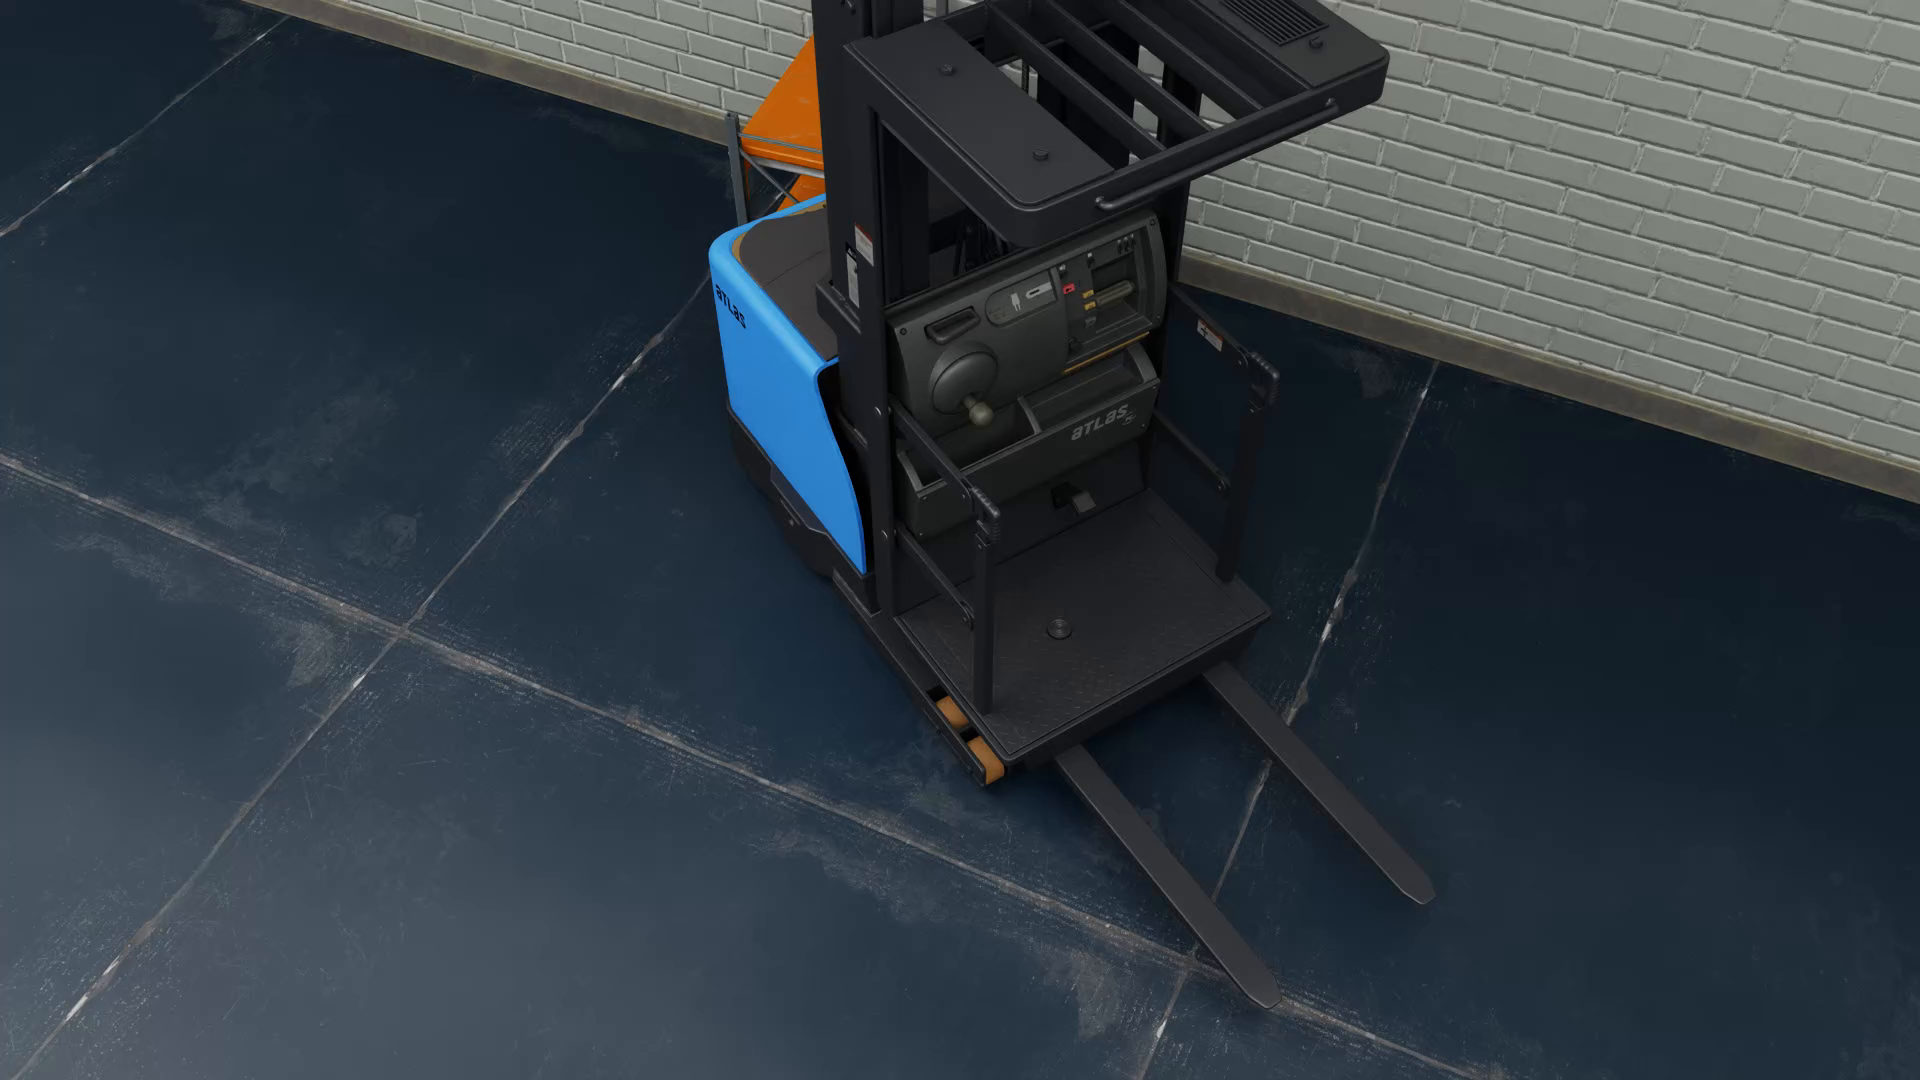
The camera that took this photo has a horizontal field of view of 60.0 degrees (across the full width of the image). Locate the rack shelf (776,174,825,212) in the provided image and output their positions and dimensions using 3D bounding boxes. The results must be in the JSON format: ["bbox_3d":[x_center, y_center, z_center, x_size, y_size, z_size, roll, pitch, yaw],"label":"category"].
[{"bbox_3d":[-0.455,-1.343,6.975,0.538,0.278,1.000,15,51,12],"label":"rack shelf"}]

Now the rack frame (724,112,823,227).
[{"bbox_3d":[-0.623,-1.136,6.478,0.500,1.125,0.032,15,51,12],"label":"rack frame"}]

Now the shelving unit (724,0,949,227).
[{"bbox_3d":[-0.455,-1.501,6.789,0.538,1.125,1.048,15,51,12],"label":"shelving unit"}]

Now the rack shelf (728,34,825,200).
[{"bbox_3d":[-0.455,-1.691,6.566,0.538,0.278,1.000,15,51,12],"label":"rack shelf"}]

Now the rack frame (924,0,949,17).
[{"bbox_3d":[-0.287,-1.866,7.100,0.500,1.125,0.032,15,51,12],"label":"rack frame"}]

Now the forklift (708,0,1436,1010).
[{"bbox_3d":[0.340,-0.553,4.796,1.130,2.935,3.031,-26,55,-21],"label":"forklift"}]
